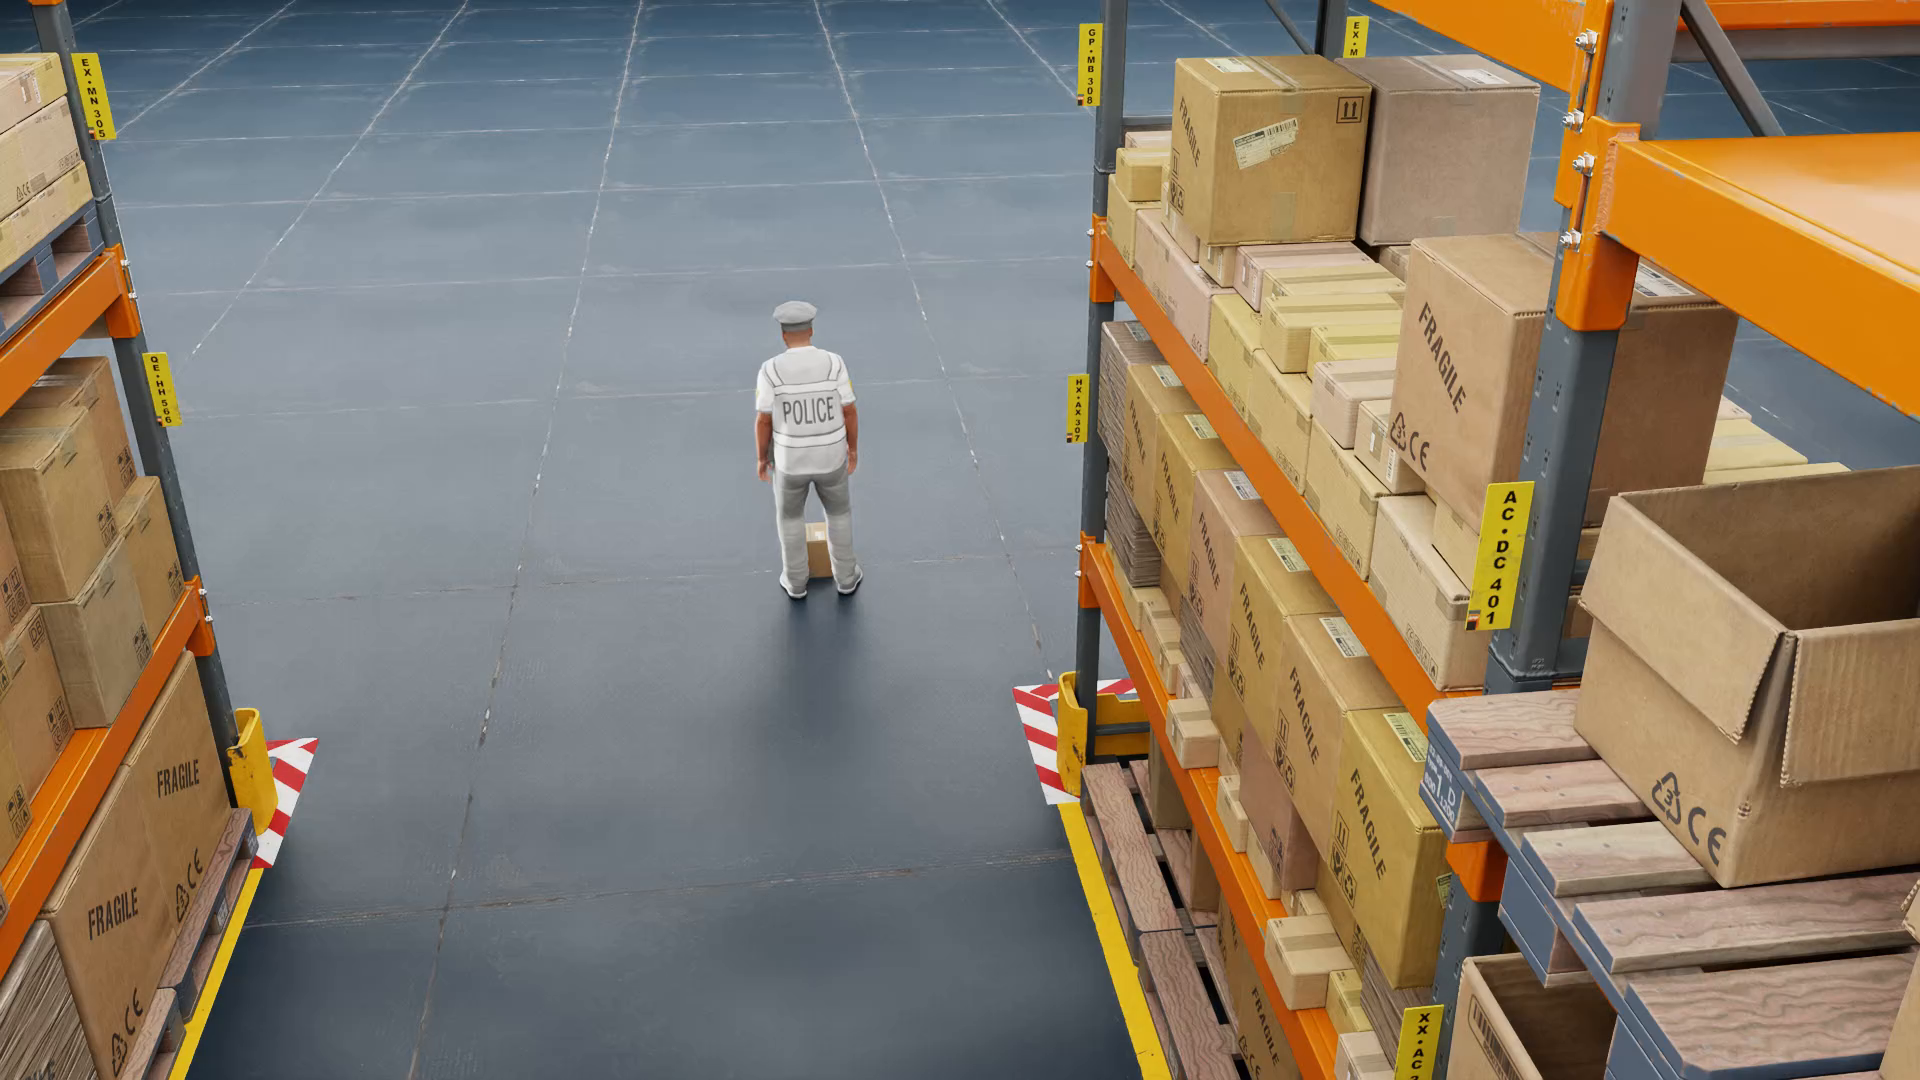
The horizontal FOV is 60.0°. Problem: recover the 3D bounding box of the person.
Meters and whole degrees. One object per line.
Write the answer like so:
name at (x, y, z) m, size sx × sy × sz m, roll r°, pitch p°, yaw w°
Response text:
person at (-0.866, -0.481, 9.554) m, size 0.606 × 1.747 × 0.436 m, roll -5°, pitch 27°, yaw -10°
